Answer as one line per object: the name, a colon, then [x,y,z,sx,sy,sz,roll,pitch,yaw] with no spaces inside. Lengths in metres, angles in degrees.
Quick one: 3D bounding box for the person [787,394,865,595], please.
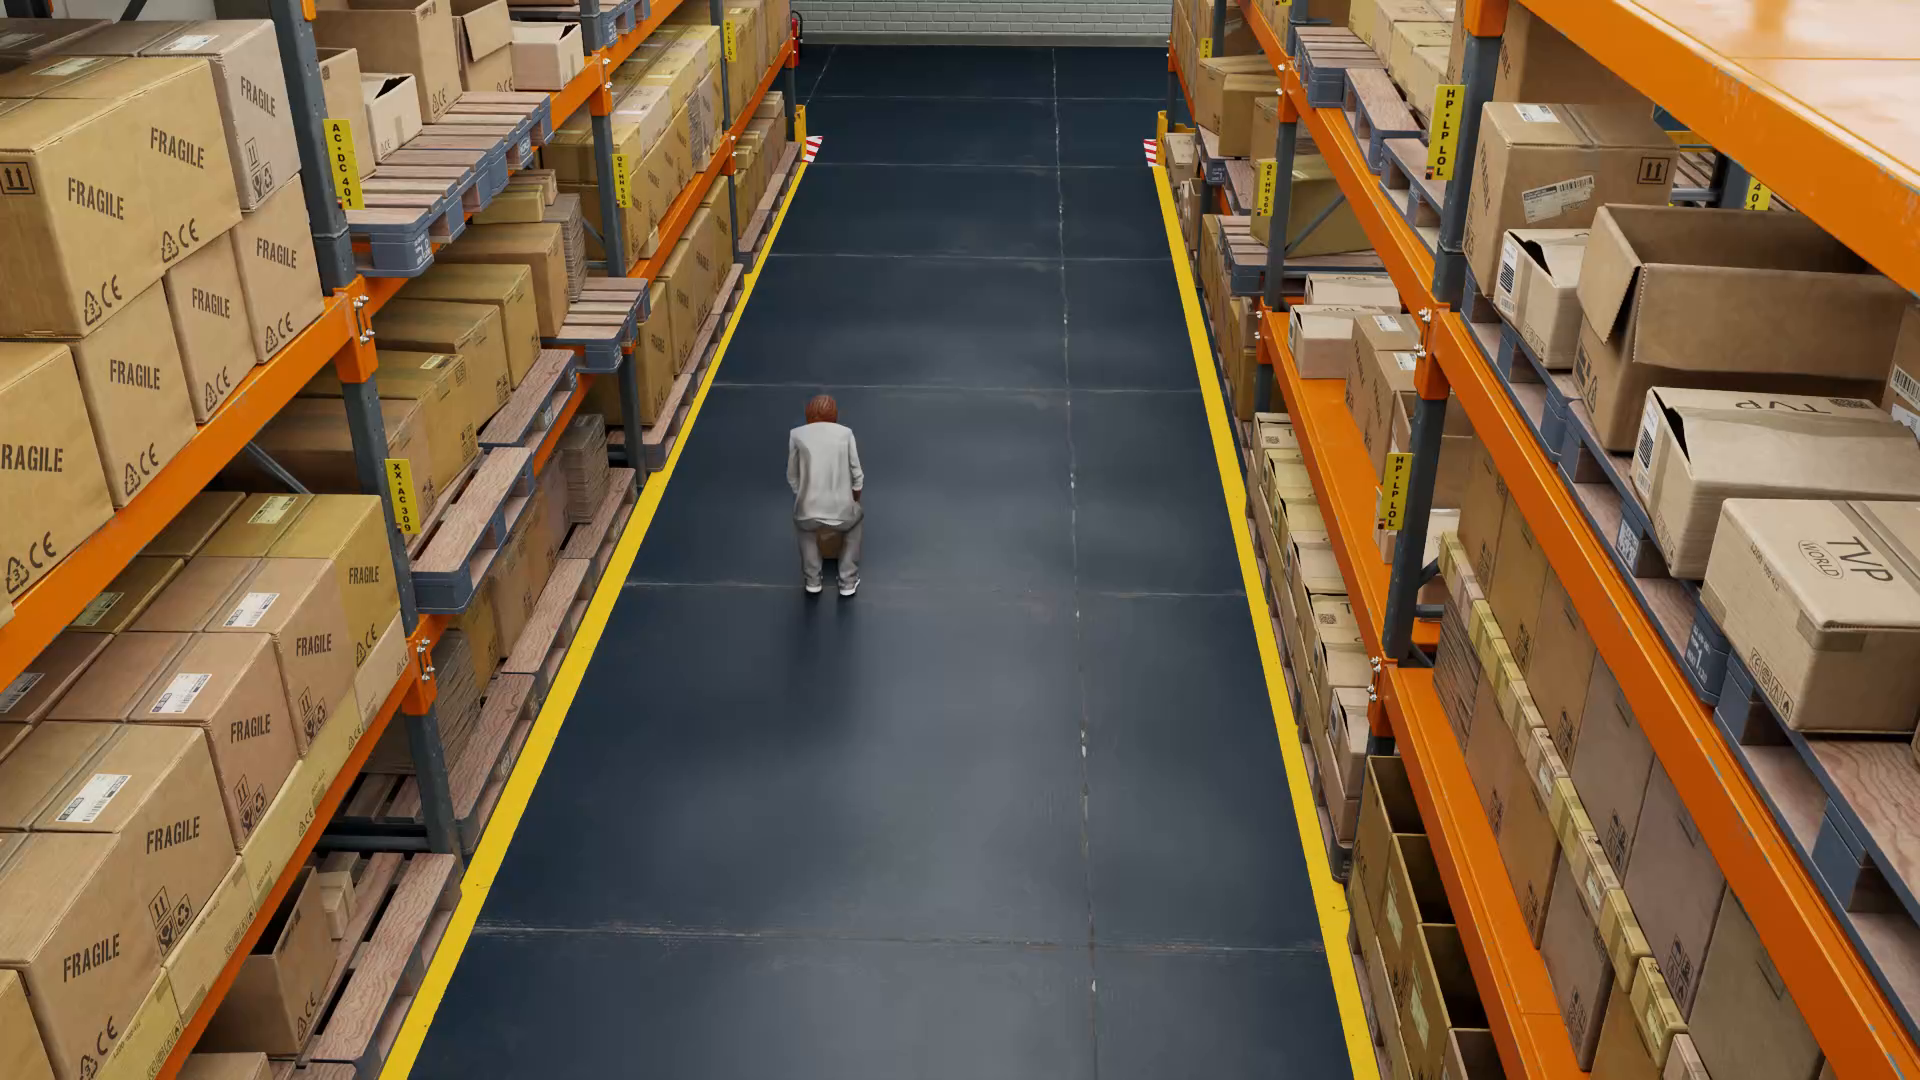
person: [-0.789,-0.223,9.615,0.461,1.061,0.754,1,28,2]
